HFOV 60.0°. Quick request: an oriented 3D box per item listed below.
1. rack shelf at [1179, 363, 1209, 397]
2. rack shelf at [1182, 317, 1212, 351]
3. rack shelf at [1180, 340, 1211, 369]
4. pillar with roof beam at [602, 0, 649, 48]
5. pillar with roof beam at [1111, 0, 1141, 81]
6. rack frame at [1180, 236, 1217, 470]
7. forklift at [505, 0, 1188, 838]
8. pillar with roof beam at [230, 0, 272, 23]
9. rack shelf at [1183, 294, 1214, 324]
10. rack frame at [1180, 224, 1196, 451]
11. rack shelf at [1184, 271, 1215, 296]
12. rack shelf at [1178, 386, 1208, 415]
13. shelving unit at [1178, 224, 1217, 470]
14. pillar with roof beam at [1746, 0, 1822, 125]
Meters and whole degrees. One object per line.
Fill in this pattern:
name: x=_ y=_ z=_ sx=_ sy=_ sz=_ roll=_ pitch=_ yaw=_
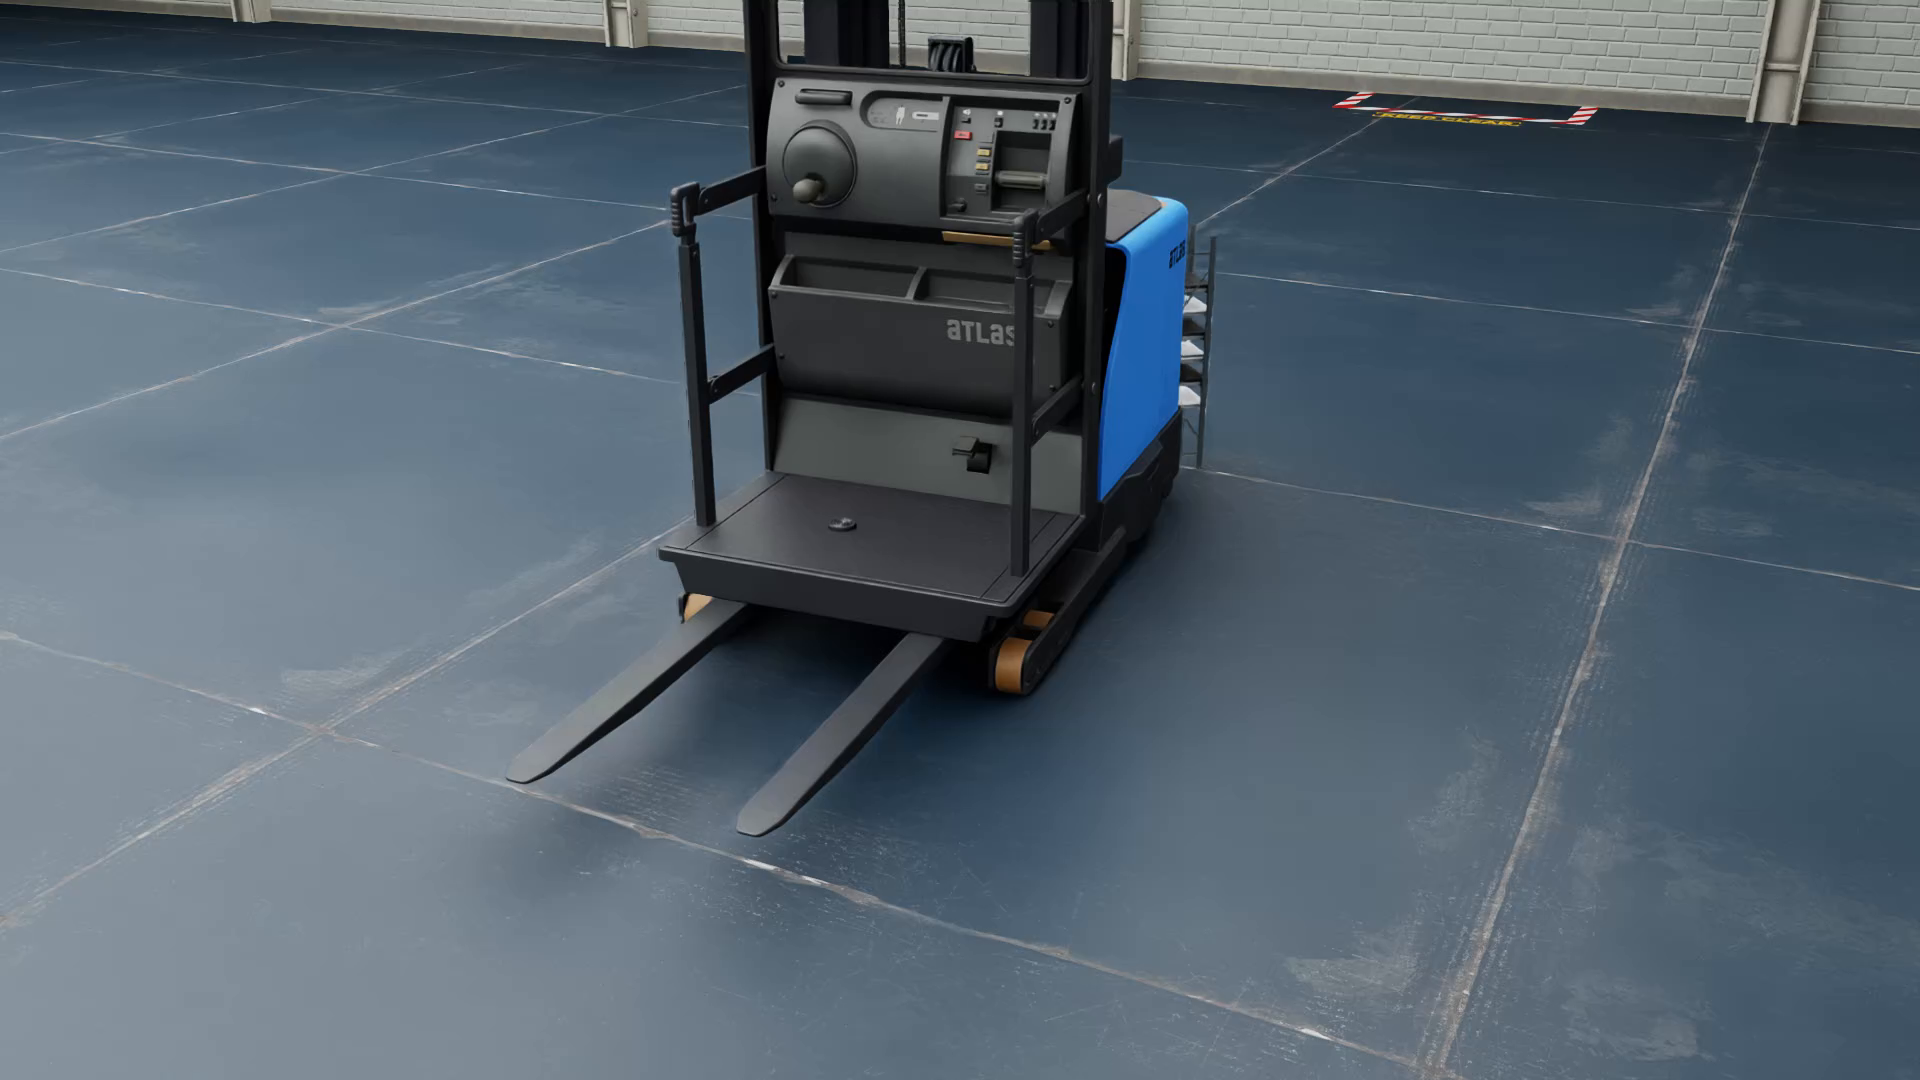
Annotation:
rack shelf: x=0.789 y=-0.604 z=6.334 sx=0.258 sy=0.077 sz=0.200 roll=-5 pitch=24 yaw=-13
rack shelf: x=0.790 y=-0.770 z=6.263 sx=0.258 sy=0.077 sz=0.200 roll=-5 pitch=24 yaw=-13
rack shelf: x=0.789 y=-0.687 z=6.299 sx=0.258 sy=0.077 sz=0.200 roll=-5 pitch=24 yaw=-13
pillar with roof beam: x=-5.757 y=-8.312 z=13.797 sx=0.400 sy=9.000 sz=9.100 roll=11 pitch=25 yaw=25
pillar with roof beam: x=-0.403 y=-7.253 z=11.306 sx=0.400 sy=9.000 sz=9.100 roll=11 pitch=25 yaw=25
rack frame: x=0.815 y=-0.679 z=6.195 sx=0.240 sy=0.900 sz=0.006 roll=-5 pitch=24 yaw=-13
forklift: x=-0.198 y=-1.092 z=4.574 sx=1.130 sy=2.935 sz=3.031 roll=9 pitch=25 yaw=20
pillar with roof beam: x=-11.112 y=-9.372 z=16.288 sx=0.400 sy=9.000 sz=9.100 roll=11 pitch=25 yaw=25
rack shelf: x=0.790 y=-0.853 z=6.228 sx=0.258 sy=0.077 sz=0.200 roll=-5 pitch=24 yaw=-13
rack frame: x=0.764 y=-0.756 z=6.376 sx=0.240 sy=0.900 sz=0.006 roll=-5 pitch=24 yaw=-13
rack shelf: x=0.791 y=-0.936 z=6.193 sx=0.258 sy=0.077 sz=0.200 roll=-5 pitch=24 yaw=-13
rack shelf: x=0.788 y=-0.521 z=6.369 sx=0.258 sy=0.077 sz=0.200 roll=-5 pitch=24 yaw=-13
shelving unit: x=0.790 y=-0.718 z=6.286 sx=0.258 sy=0.900 sz=0.210 roll=-5 pitch=24 yaw=-13
pillar with roof beam: x=4.952 y=-6.193 z=8.814 sx=0.400 sy=9.000 sz=9.100 roll=11 pitch=25 yaw=25
